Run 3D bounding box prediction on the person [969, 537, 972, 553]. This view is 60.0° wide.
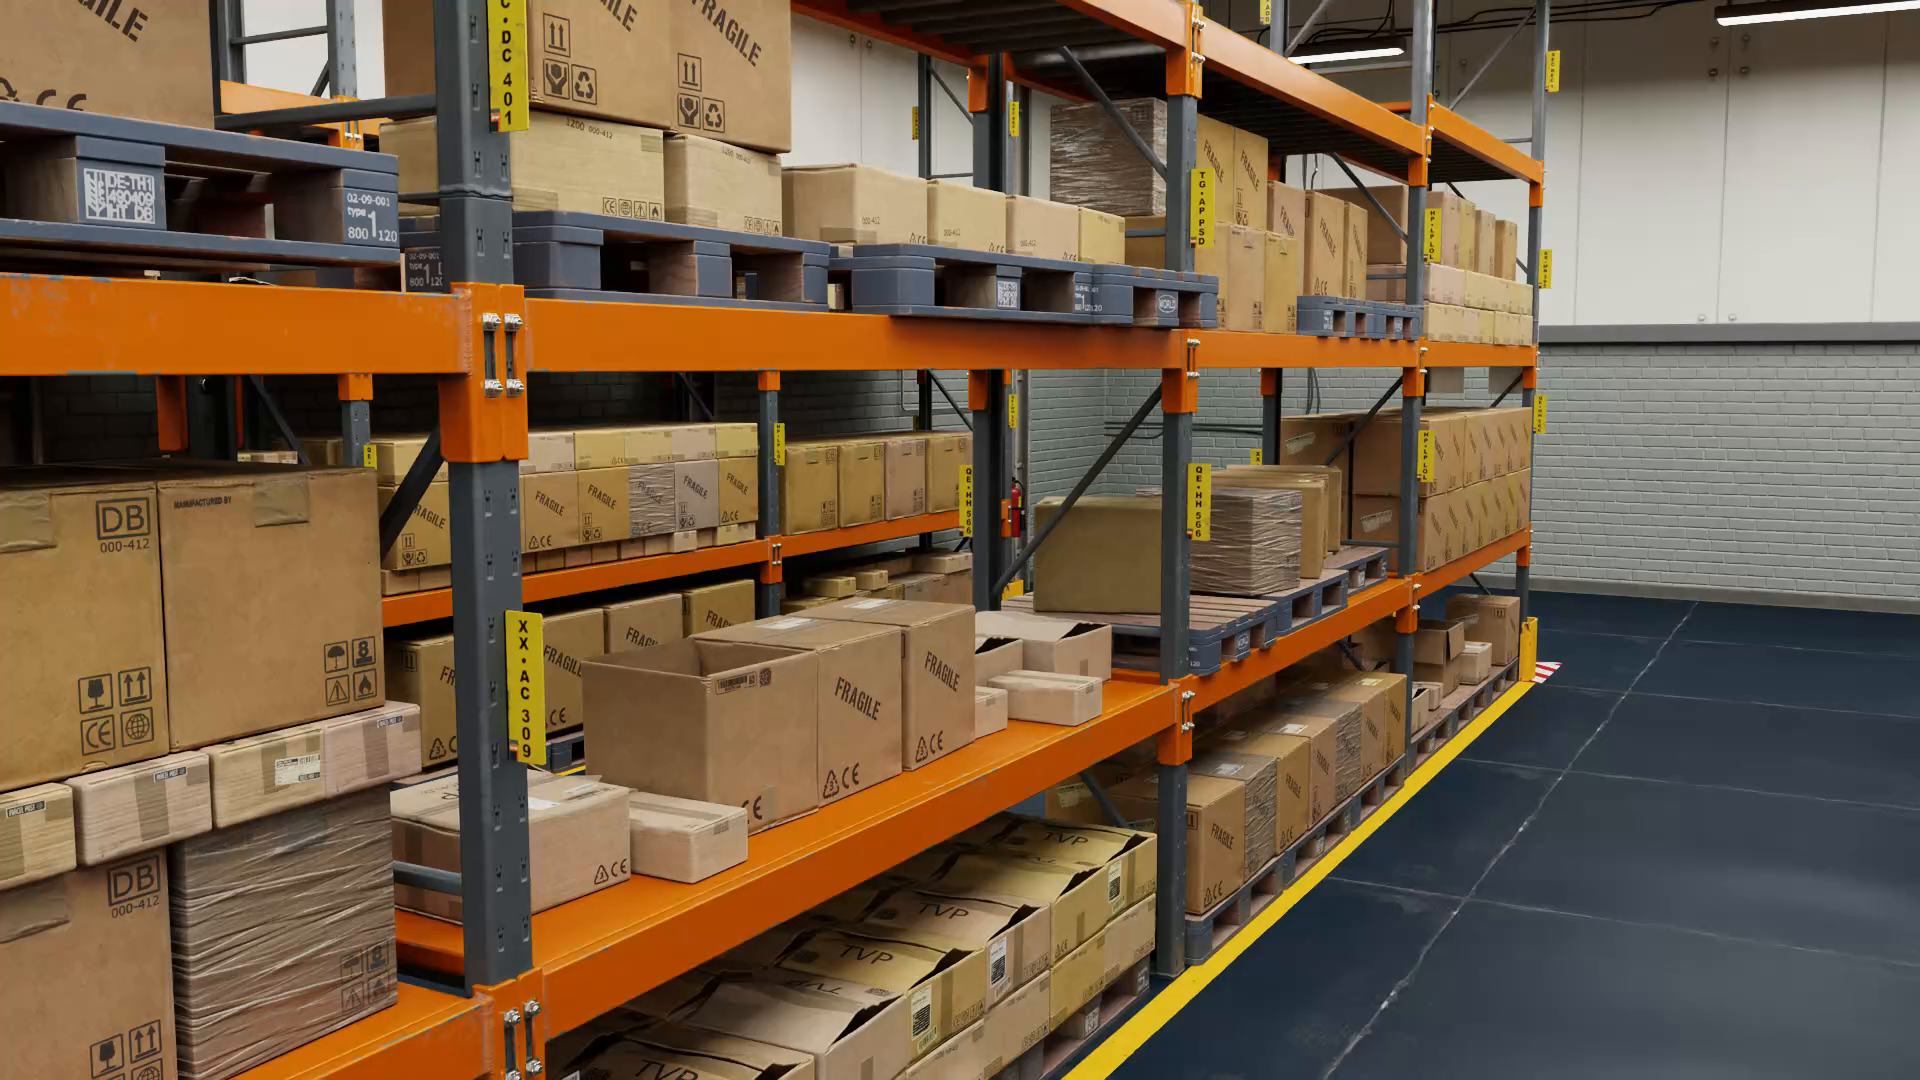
[{"bbox_3d":[0.220,-0.057,17.840,0.399,1.632,0.514,2,6,17],"label":"person"}]
